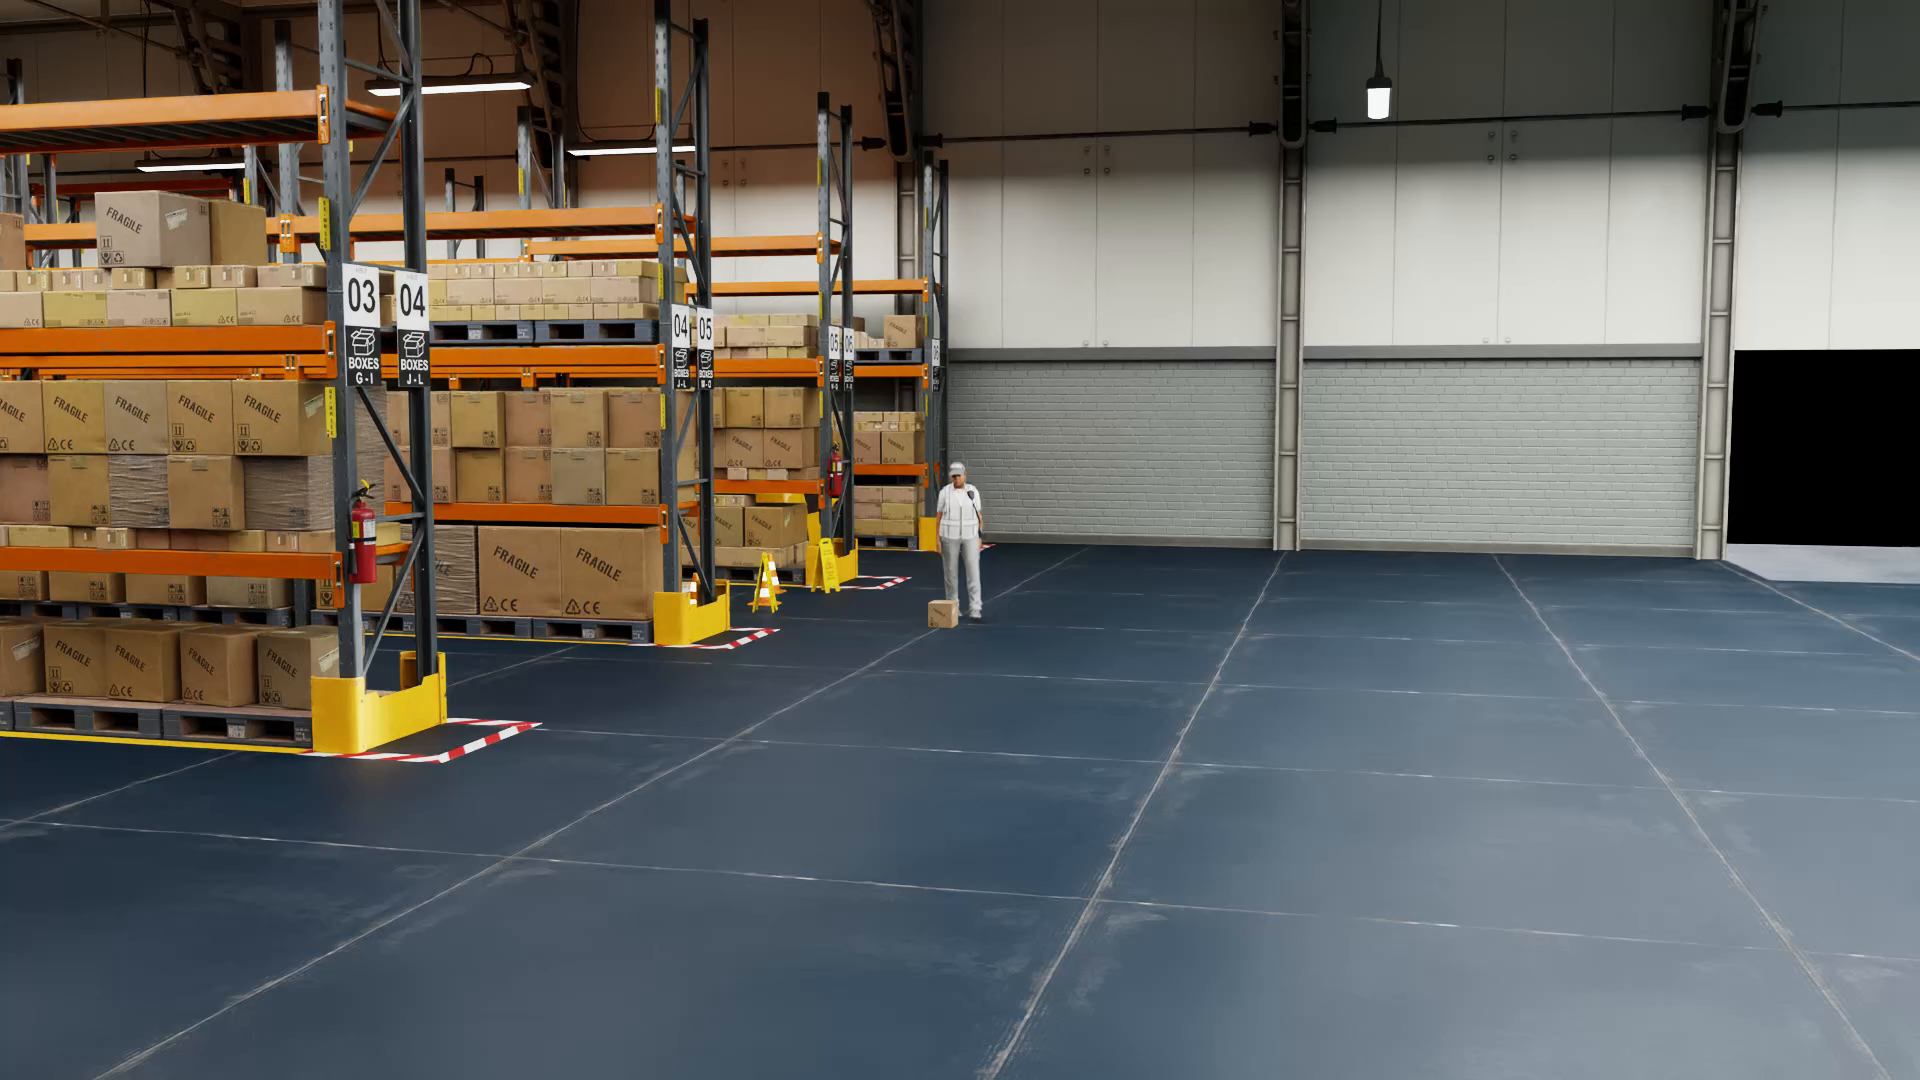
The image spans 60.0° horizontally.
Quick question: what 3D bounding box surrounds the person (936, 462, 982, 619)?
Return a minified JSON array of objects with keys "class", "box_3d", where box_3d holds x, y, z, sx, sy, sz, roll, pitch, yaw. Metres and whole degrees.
[{"class":"person","box_3d":[-0.003,0.006,17.429,0.493,1.650,0.704,0,5,-2]}]
